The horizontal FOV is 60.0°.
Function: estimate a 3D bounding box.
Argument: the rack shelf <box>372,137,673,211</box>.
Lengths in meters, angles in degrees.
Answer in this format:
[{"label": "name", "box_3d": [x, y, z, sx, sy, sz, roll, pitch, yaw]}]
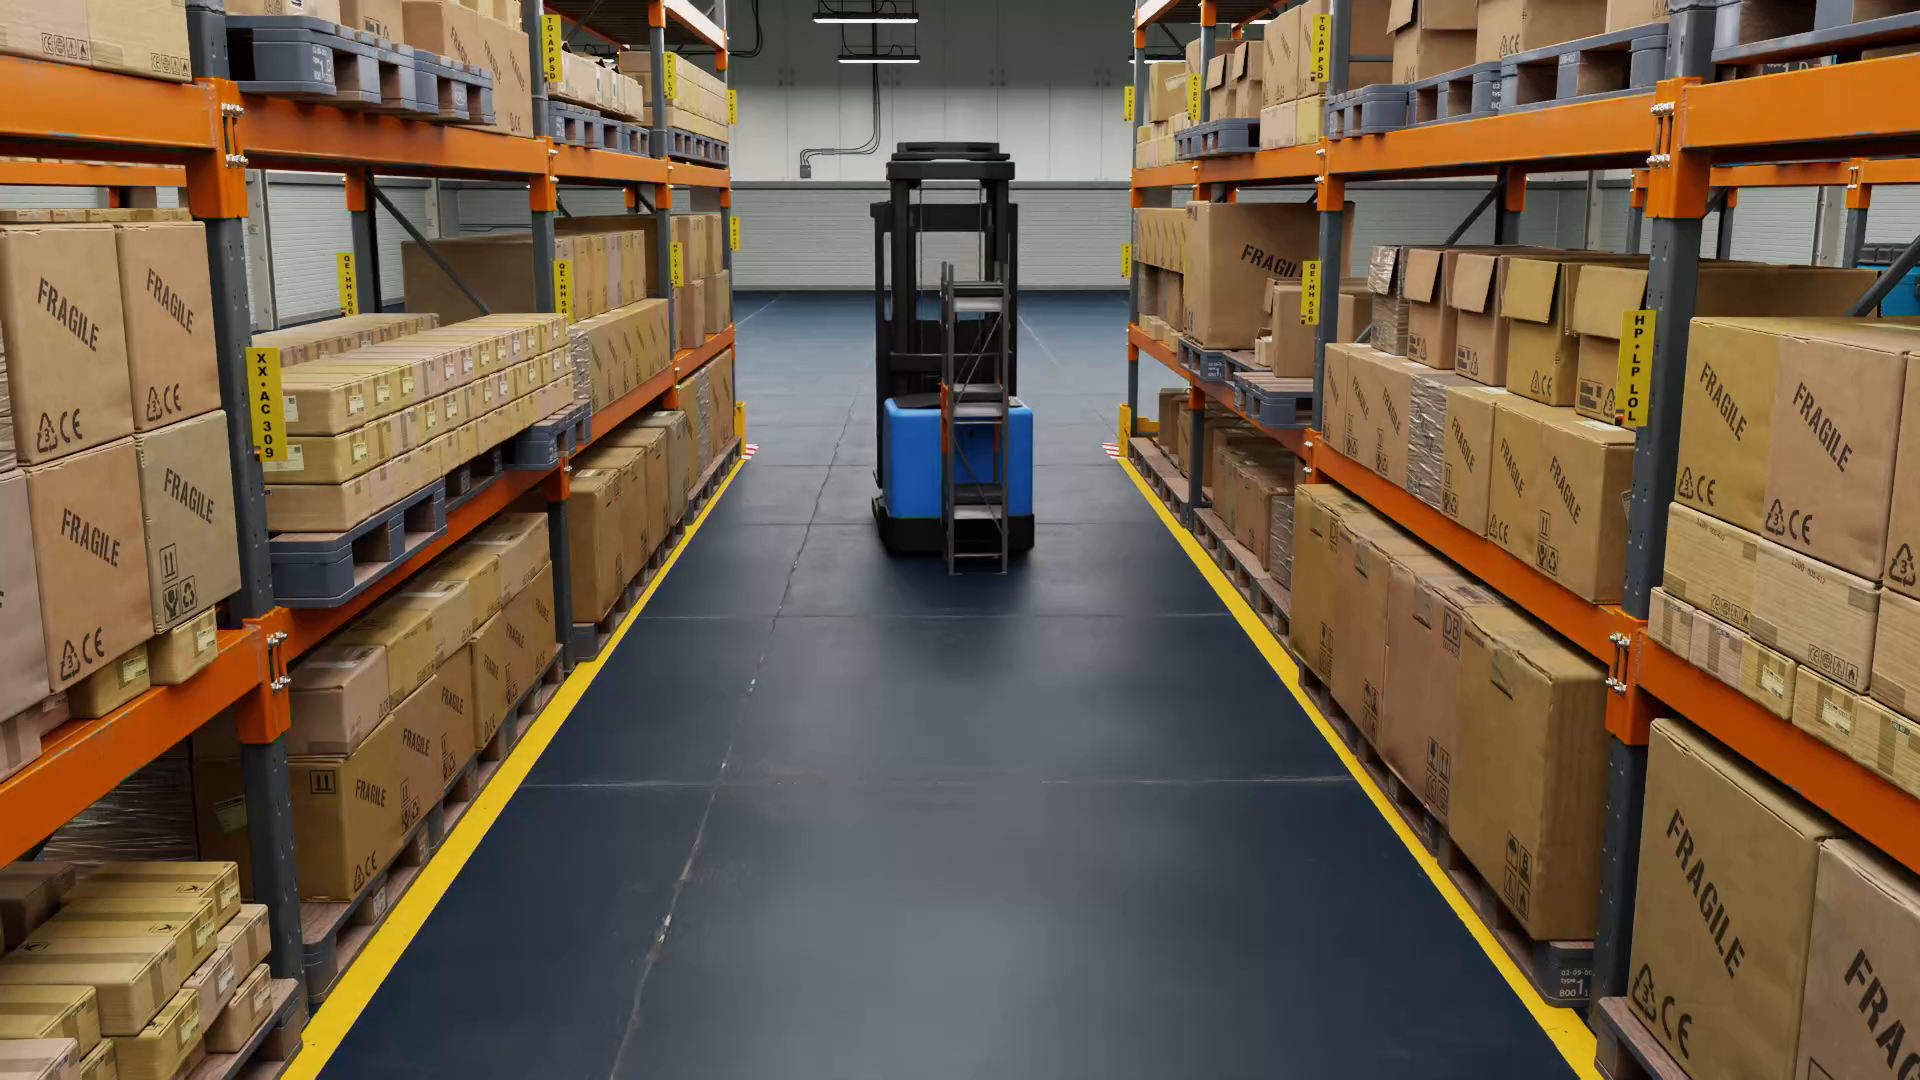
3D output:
[{"label": "rack shelf", "box_3d": [-2.642, -2.267, 10.452, 1.077, 0.370, 4.000, 0, 11, -1]}]

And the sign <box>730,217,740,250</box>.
[{"label": "sign", "box_3d": [-2.224, -3.025, 16.417, 0.100, 0.325, 0.005, 0, 11, -1]}]

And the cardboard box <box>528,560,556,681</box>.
[{"label": "cardboard box", "box_3d": [-2.326, 0.397, 8.287, 0.500, 0.500, 0.500, 0, 11, -1]}]

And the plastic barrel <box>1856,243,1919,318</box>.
[{"label": "plastic barrel", "box_3d": [6.934, -1.735, 12.306, 0.600, 0.901, 0.708, 0, 11, -1]}]

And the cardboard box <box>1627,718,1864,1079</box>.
[{"label": "cardboard box", "box_3d": [2.376, 1.010, 4.323, 0.875, 0.875, 0.875, 0, 11, -1]}]

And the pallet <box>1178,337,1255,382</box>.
[{"label": "pallet", "box_3d": [2.148, -1.300, 11.907, 1.003, 0.211, 1.213, 0, 11, -1]}]

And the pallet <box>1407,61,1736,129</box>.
[{"label": "pallet", "box_3d": [2.452, -1.779, 6.716, 1.003, 0.211, 1.213, 0, 11, 1]}]

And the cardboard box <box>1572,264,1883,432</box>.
[{"label": "cardboard box", "box_3d": [2.421, -0.624, 5.318, 0.797, 0.503, 0.637, -1, 11, -3]}]

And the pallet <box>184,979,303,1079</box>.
[{"label": "pallet", "box_3d": [-2.469, 1.543, 4.420, 1.003, 0.211, 1.213, 0, 11, -1]}]

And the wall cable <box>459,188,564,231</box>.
[{"label": "wall cable", "box_3d": [-12.921, -10.111, 47.575, 3.097, 2.526, 0.112, 0, 11, -1]}]

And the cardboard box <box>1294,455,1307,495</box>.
[{"label": "cardboard box", "box_3d": [2.295, -0.348, 10.027, 0.500, 0.250, 0.500, 1, 12, 5]}]

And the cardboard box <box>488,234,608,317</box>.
[{"label": "cardboard box", "box_3d": [-2.636, -1.684, 10.549, 0.700, 0.500, 0.500, 0, 11, -2]}]

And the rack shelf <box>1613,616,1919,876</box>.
[{"label": "rack shelf", "box_3d": [2.484, 0.793, 2.913, 1.077, 0.370, 4.000, 0, 11, -1]}]

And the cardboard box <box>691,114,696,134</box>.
[{"label": "cardboard box", "box_3d": [-2.374, -3.424, 13.674, 0.380, 0.149, 0.250, 0, 11, -2]}]

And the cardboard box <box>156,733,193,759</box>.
[{"label": "cardboard box", "box_3d": [-2.787, 0.548, 5.657, 0.500, 0.250, 0.500, -1, 11, -3]}]

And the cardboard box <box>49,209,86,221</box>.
[{"label": "cardboard box", "box_3d": [-7.412, -2.381, 13.237, 0.700, 0.500, 0.500, 0, 11, -1]}]

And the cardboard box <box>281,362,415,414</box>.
[{"label": "cardboard box", "box_3d": [-2.081, -0.517, 5.644, 0.380, 0.149, 0.250, 0, 11, -1]}]

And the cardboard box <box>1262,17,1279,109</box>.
[{"label": "cardboard box", "box_3d": [2.084, -2.810, 9.813, 0.500, 0.500, 0.500, 0, 11, 0]}]

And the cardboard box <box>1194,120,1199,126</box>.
[{"label": "cardboard box", "box_3d": [1.982, -3.202, 12.630, 0.380, 0.149, 0.250, 0, 11, 1]}]

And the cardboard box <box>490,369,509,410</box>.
[{"label": "cardboard box", "box_3d": [-2.107, -0.627, 6.934, 0.380, 0.149, 0.250, 0, 11, 0]}]

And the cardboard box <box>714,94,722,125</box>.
[{"label": "cardboard box", "box_3d": [-2.467, -3.943, 15.229, 0.500, 0.250, 0.500, 0, 11, -1]}]

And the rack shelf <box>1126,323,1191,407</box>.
[{"label": "rack shelf", "box_3d": [2.236, -1.592, 14.671, 1.077, 0.370, 4.000, 0, 11, -1]}]

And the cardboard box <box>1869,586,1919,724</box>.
[{"label": "cardboard box", "box_3d": [2.212, 0.267, 3.326, 0.500, 0.250, 0.500, 0, 11, 0]}]

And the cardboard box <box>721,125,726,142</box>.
[{"label": "cardboard box", "box_3d": [-2.416, -3.829, 15.667, 0.380, 0.149, 0.250, 0, 11, -1]}]

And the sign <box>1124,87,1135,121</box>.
[{"label": "sign", "box_3d": [1.652, -4.238, 16.163, 0.100, 0.325, 0.005, 0, 11, -1]}]

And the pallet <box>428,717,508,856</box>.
[{"label": "pallet", "box_3d": [-2.564, 1.012, 7.039, 1.003, 0.211, 1.213, 0, 11, -1]}]

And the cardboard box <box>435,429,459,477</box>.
[{"label": "cardboard box", "box_3d": [-2.089, -0.325, 6.191, 0.380, 0.149, 0.250, -1, 11, -4]}]

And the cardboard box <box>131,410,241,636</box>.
[{"label": "cardboard box", "box_3d": [-2.226, -0.056, 4.292, 0.500, 0.500, 0.500, 0, 11, -1]}]

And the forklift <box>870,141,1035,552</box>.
[{"label": "forklift", "box_3d": [-0.130, -1.593, 13.040, 1.130, 2.935, 3.031, -1, 12, -6]}]

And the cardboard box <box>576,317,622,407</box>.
[{"label": "cardboard box", "box_3d": [-2.364, -1.092, 10.147, 0.500, 0.500, 0.500, 0, 11, -1]}]

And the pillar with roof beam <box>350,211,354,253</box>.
[{"label": "pillar with roof beam", "box_3d": [-9.754, -9.867, 38.561, 9.100, 9.000, 0.548, 0, 11, -1]}]

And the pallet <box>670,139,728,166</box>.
[{"label": "pallet", "box_3d": [-2.741, -3.621, 15.542, 1.003, 0.211, 1.213, 0, 11, -1]}]

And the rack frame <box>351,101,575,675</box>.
[{"label": "rack frame", "box_3d": [-2.601, -0.752, 8.719, 1.000, 3.000, 0.127, 0, 11, -1]}]

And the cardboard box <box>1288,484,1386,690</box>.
[{"label": "cardboard box", "box_3d": [2.353, 0.221, 8.214, 1.225, 0.875, 0.875, -1, 11, -4]}]

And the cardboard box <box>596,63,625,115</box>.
[{"label": "cardboard box", "box_3d": [-2.428, -2.880, 10.585, 0.500, 0.311, 0.500, -1, 11, -3]}]

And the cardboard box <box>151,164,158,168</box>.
[{"label": "cardboard box", "box_3d": [-7.478, -3.426, 14.988, 0.380, 0.149, 0.250, 0, 11, -1]}]

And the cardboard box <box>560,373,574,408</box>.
[{"label": "cardboard box", "box_3d": [-2.131, -0.738, 8.229, 0.380, 0.149, 0.250, 0, 11, 0]}]

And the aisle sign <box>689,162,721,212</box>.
[{"label": "aisle sign", "box_3d": [-2.468, -3.631, 16.375, 0.394, 0.787, 0.004, 0, 11, -1]}]

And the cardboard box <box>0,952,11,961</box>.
[{"label": "cardboard box", "box_3d": [-2.736, 1.212, 4.405, 0.380, 0.149, 0.250, 0, 11, -1]}]

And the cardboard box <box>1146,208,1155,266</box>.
[{"label": "cardboard box", "box_3d": [1.949, -2.718, 14.896, 0.500, 0.500, 0.500, 0, 11, -1]}]

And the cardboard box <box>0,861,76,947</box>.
[{"label": "cardboard box", "box_3d": [-2.718, 1.013, 4.641, 0.380, 0.149, 0.250, 0, 11, 1]}]

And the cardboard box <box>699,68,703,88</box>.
[{"label": "cardboard box", "box_3d": [-2.383, -3.915, 14.089, 0.380, 0.149, 0.250, 0, 11, -1]}]

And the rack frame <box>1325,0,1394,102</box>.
[{"label": "rack frame", "box_3d": [2.360, -3.692, 8.124, 1.000, 3.000, 0.127, 0, 11, -1]}]

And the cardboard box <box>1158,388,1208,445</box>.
[{"label": "cardboard box", "box_3d": [2.191, -1.199, 16.154, 0.500, 0.500, 0.500, 2, 12, 9]}]

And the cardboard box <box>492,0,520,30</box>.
[{"label": "cardboard box", "box_3d": [-2.333, -2.566, 7.944, 0.396, 0.266, 0.258, 0, 11, -1]}]

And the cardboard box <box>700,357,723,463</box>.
[{"label": "cardboard box", "box_3d": [-2.666, -1.197, 15.202, 0.875, 0.875, 0.875, 0, 11, -2]}]

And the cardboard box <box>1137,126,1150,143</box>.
[{"label": "cardboard box", "box_3d": [1.878, -3.826, 15.706, 0.380, 0.149, 0.250, 0, 11, 0]}]

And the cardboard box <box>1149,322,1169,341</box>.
[{"label": "cardboard box", "box_3d": [1.896, -1.863, 14.829, 0.380, 0.149, 0.250, 0, 11, -1]}]

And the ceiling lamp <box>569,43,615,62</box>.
[{"label": "ceiling lamp", "box_3d": [-9.354, -13.154, 40.082, 2.000, 3.185, 0.800, 0, 11, -1]}]

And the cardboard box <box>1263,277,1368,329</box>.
[{"label": "cardboard box", "box_3d": [2.405, -1.459, 10.892, 0.797, 0.503, 0.637, 1, 12, 5]}]

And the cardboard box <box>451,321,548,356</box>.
[{"label": "cardboard box", "box_3d": [-2.124, -0.928, 7.670, 0.380, 0.149, 0.250, 0, 11, 1]}]

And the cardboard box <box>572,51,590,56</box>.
[{"label": "cardboard box", "box_3d": [-3.010, -3.611, 12.587, 0.380, 0.149, 0.250, 0, 11, -2]}]

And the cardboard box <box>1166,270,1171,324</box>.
[{"label": "cardboard box", "box_3d": [2.275, -2.130, 14.512, 0.875, 0.500, 0.500, 0, 11, -1]}]

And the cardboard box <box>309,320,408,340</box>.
[{"label": "cardboard box", "box_3d": [-2.776, -0.931, 7.683, 0.380, 0.149, 0.250, 0, 11, -1]}]

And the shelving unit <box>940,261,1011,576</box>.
[{"label": "shelving unit", "box_3d": [0.098, -0.836, 11.398, 0.431, 2.100, 0.503, -1, 12, -6]}]

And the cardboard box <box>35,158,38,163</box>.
[{"label": "cardboard box", "box_3d": [-7.457, -3.017, 12.975, 0.380, 0.149, 0.250, 0, 11, -1]}]
